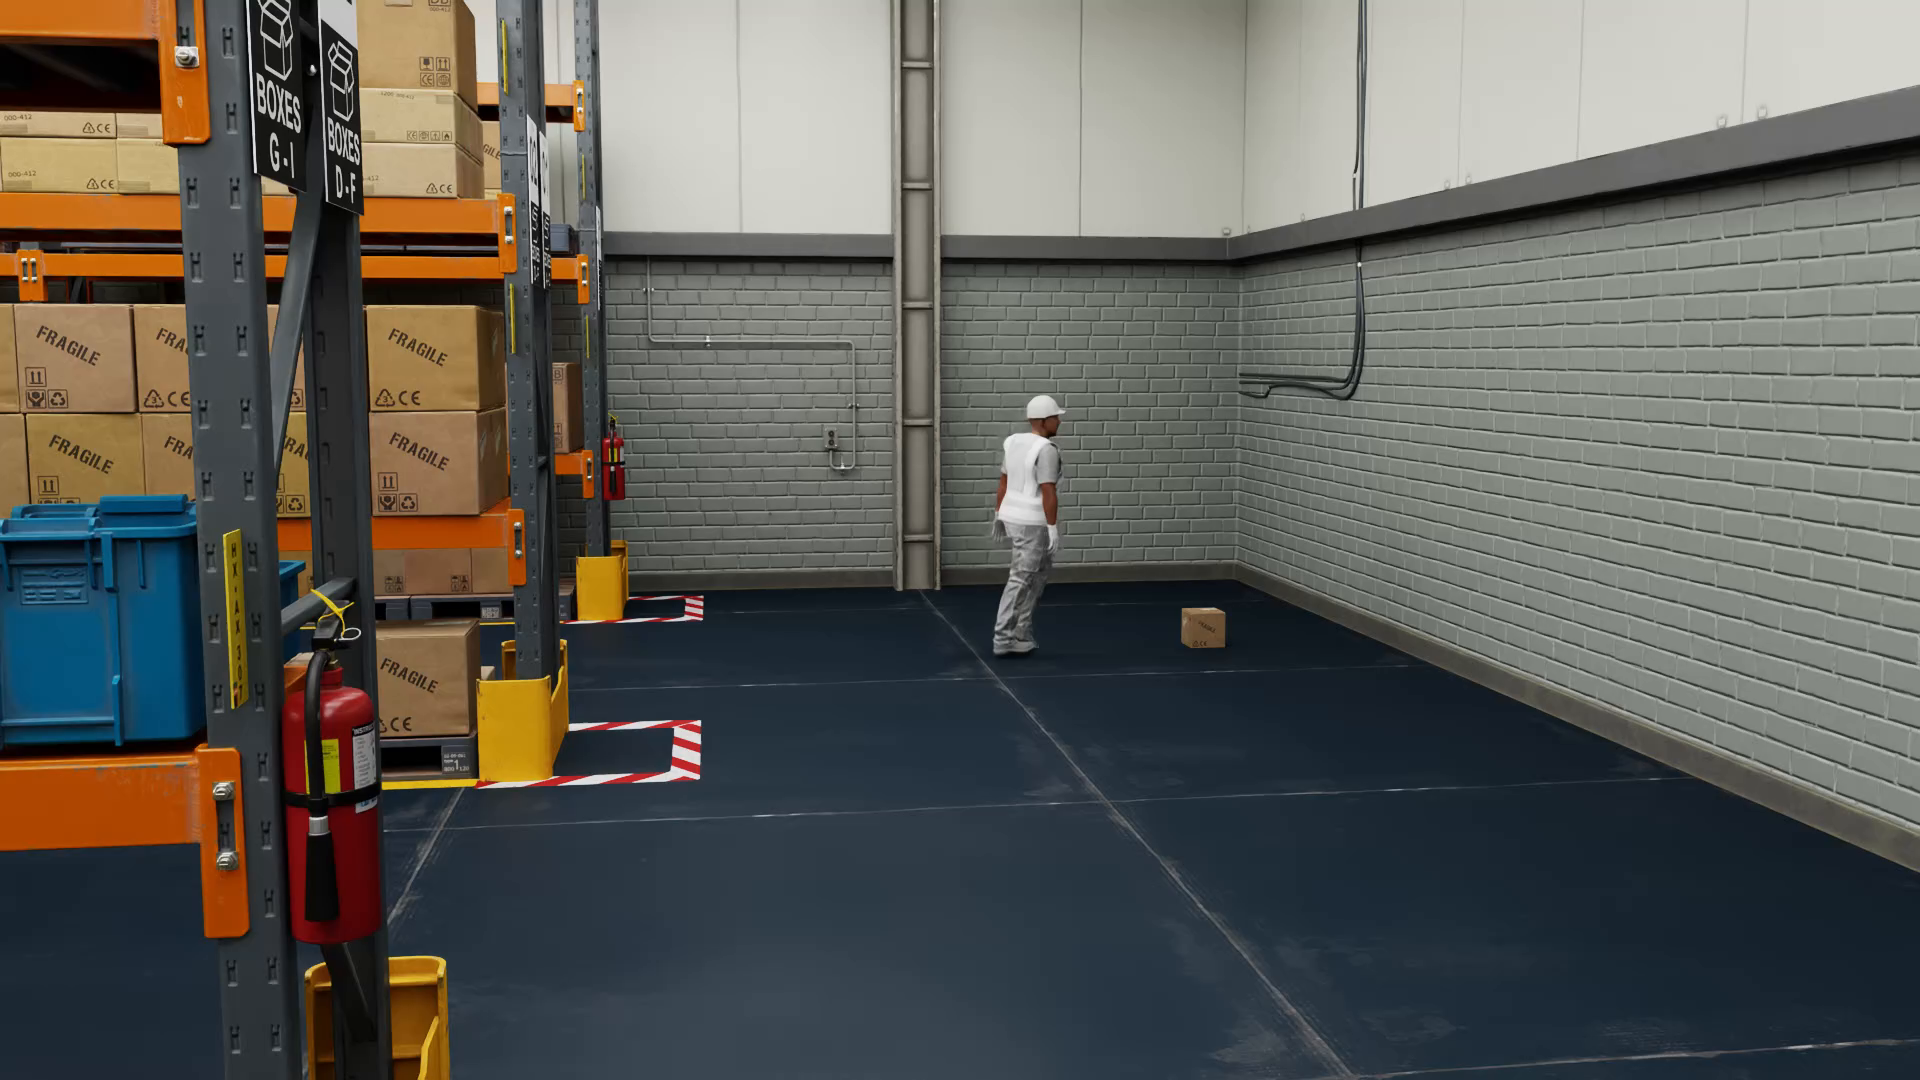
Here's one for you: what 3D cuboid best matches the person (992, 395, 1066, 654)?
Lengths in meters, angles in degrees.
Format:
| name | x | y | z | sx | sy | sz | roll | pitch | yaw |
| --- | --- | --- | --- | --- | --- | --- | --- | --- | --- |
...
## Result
| name | x | y | z | sx | sy | sz | roll | pitch | yaw |
| --- | --- | --- | --- | --- | --- | --- | --- | --- | --- |
| person | 0.466 | -0.098 | 11.394 | 0.519 | 1.778 | 0.595 | -3 | 7 | -23 |
